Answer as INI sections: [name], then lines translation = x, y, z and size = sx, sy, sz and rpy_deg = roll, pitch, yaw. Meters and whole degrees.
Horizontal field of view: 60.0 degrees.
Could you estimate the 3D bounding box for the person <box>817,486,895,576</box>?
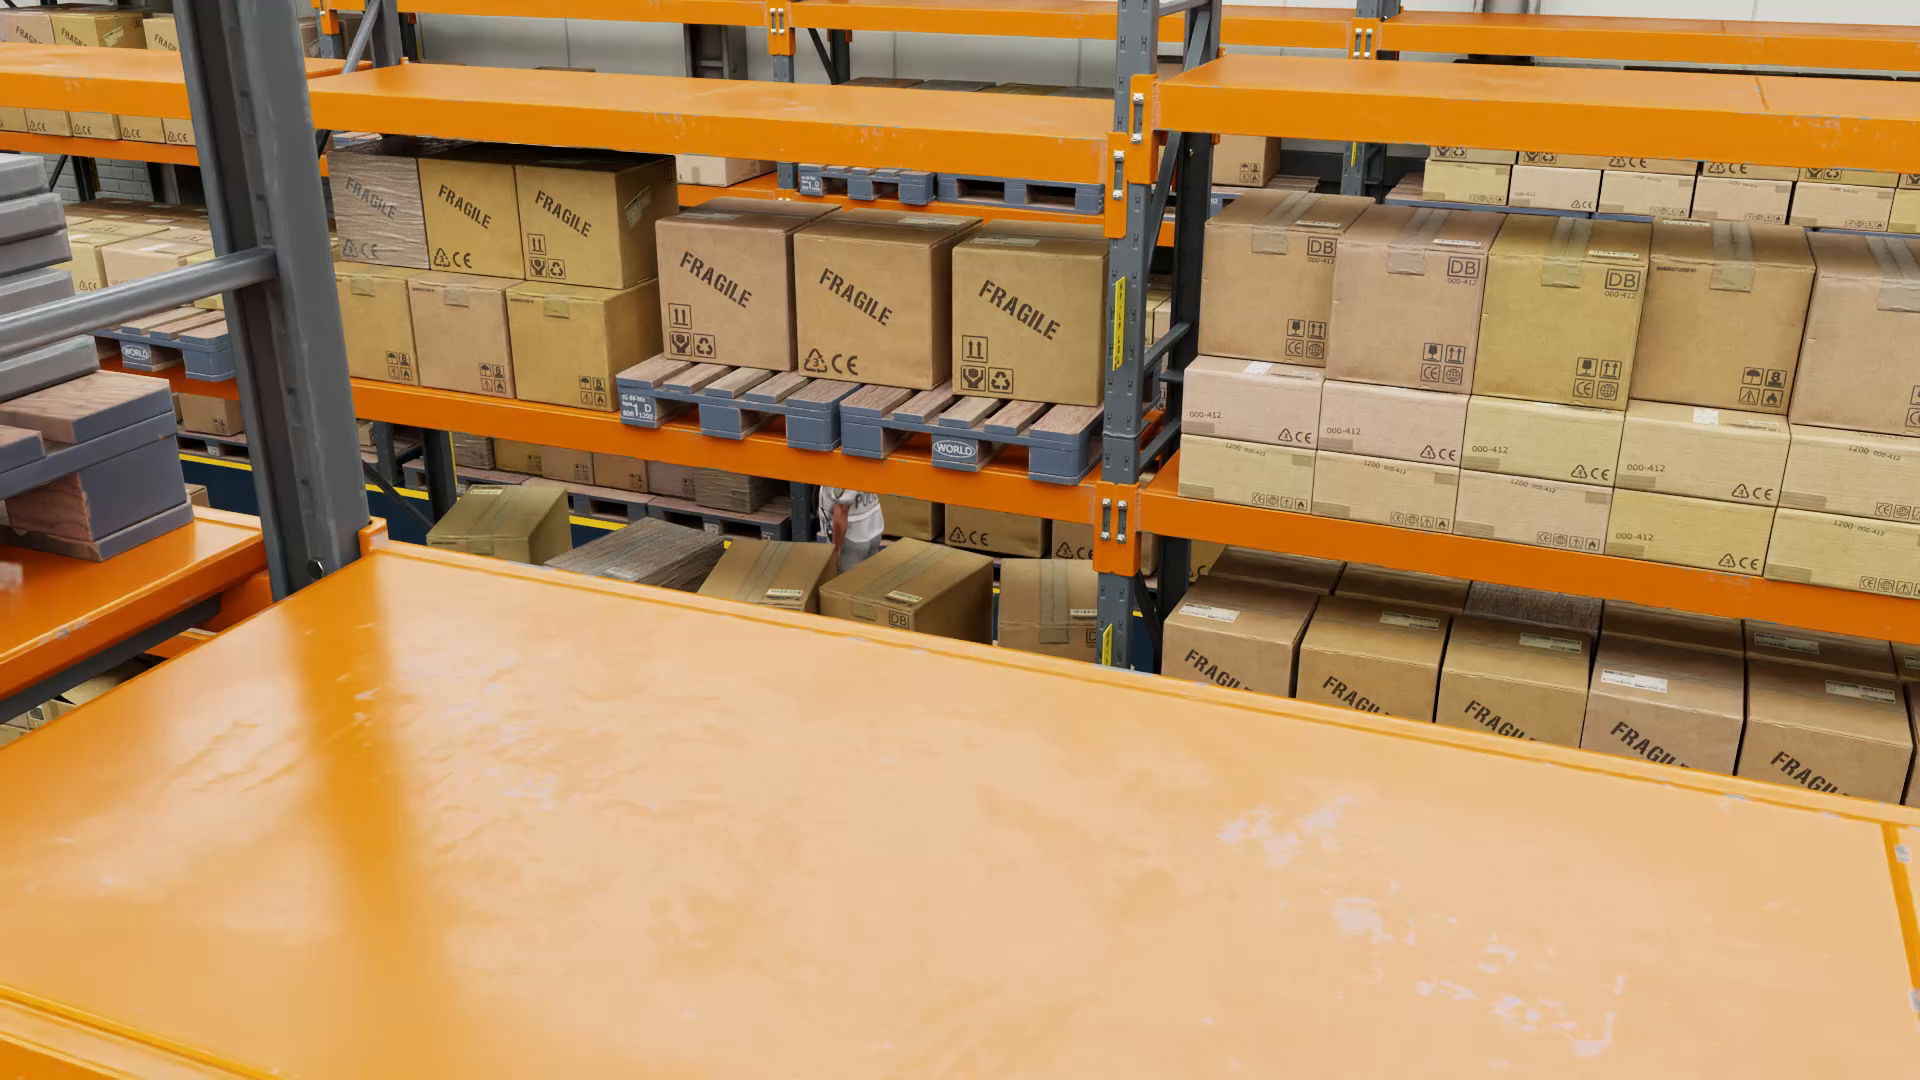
[person]
translation = -0.748, 0.031, 10.999
size = 0.581, 1.650, 0.571
rpy_deg = 9, 24, 21
